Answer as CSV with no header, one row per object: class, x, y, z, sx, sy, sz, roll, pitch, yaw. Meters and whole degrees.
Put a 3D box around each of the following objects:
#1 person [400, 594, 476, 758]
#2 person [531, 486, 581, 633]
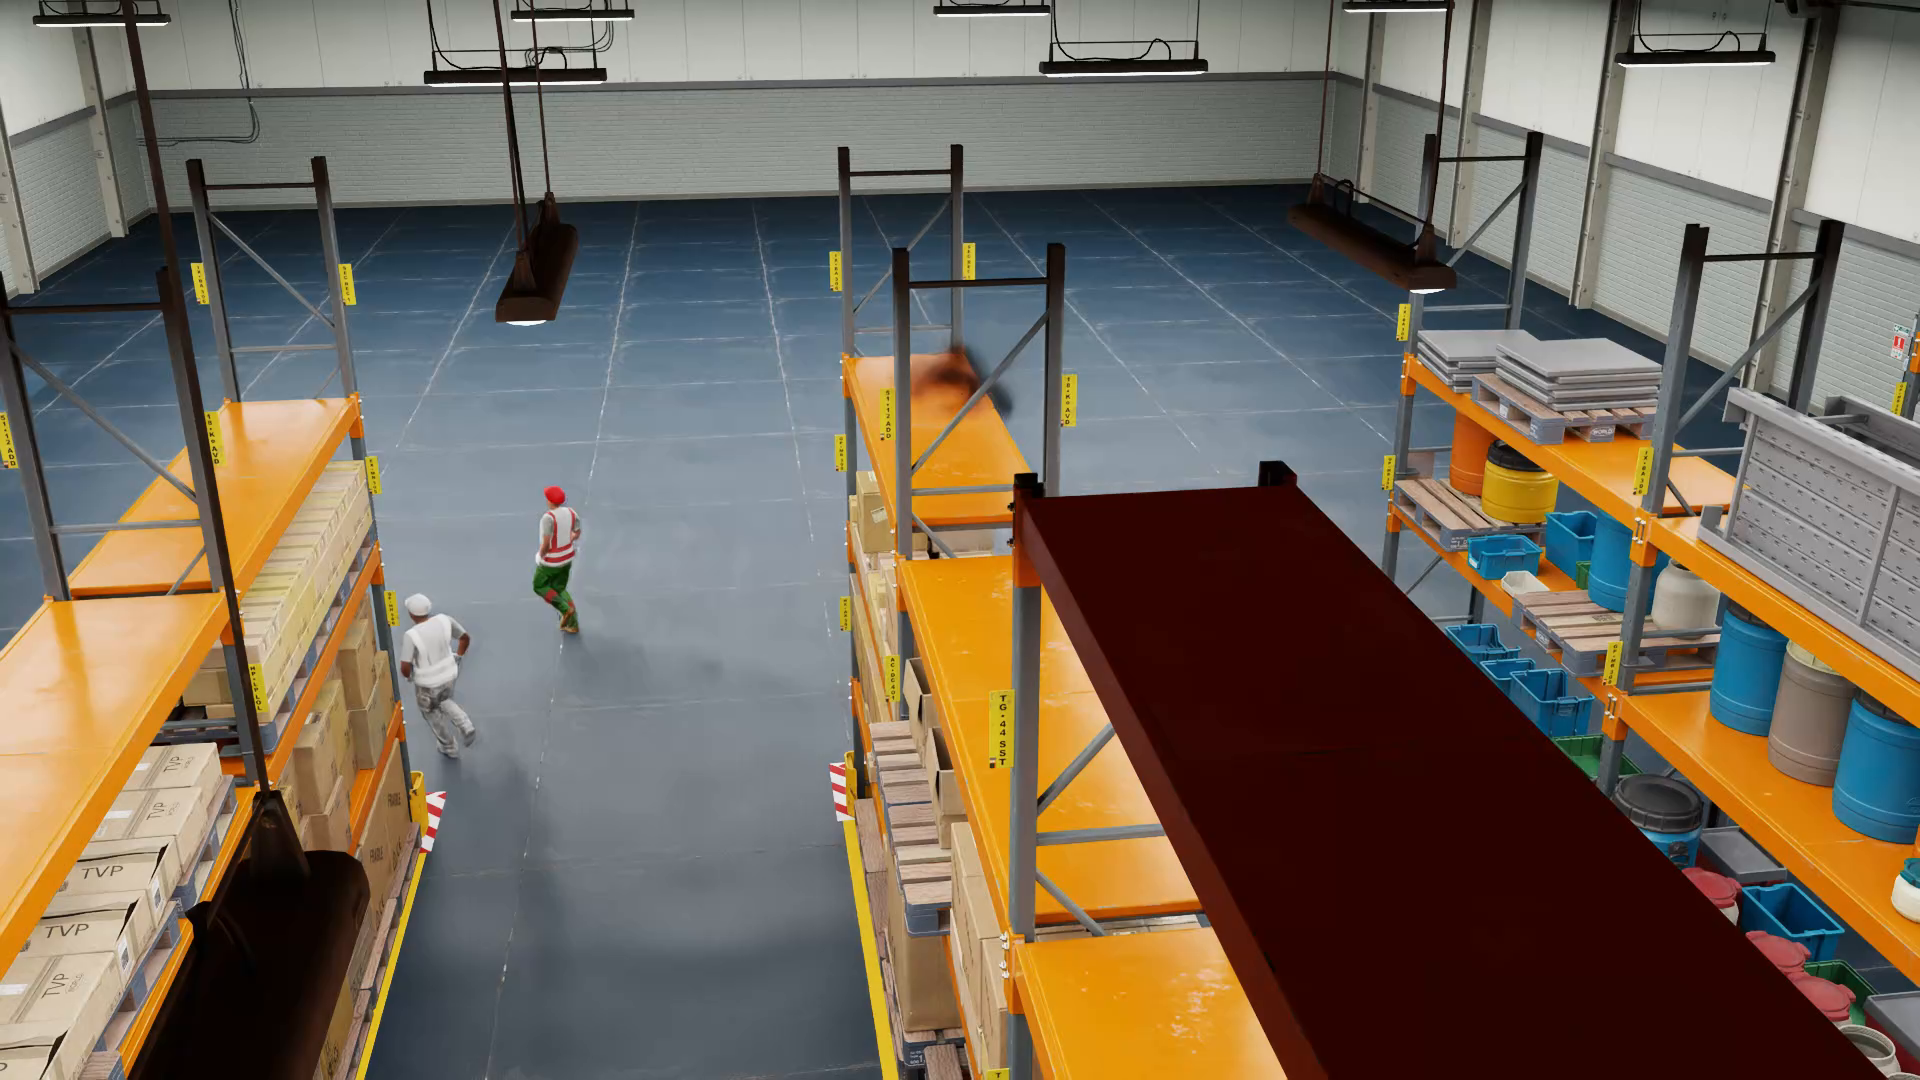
person,-5.025,1.329,15.965,0.557,1.740,0.718,16,27,35
person,-4.577,0.210,18.746,0.518,1.742,0.669,13,25,30
